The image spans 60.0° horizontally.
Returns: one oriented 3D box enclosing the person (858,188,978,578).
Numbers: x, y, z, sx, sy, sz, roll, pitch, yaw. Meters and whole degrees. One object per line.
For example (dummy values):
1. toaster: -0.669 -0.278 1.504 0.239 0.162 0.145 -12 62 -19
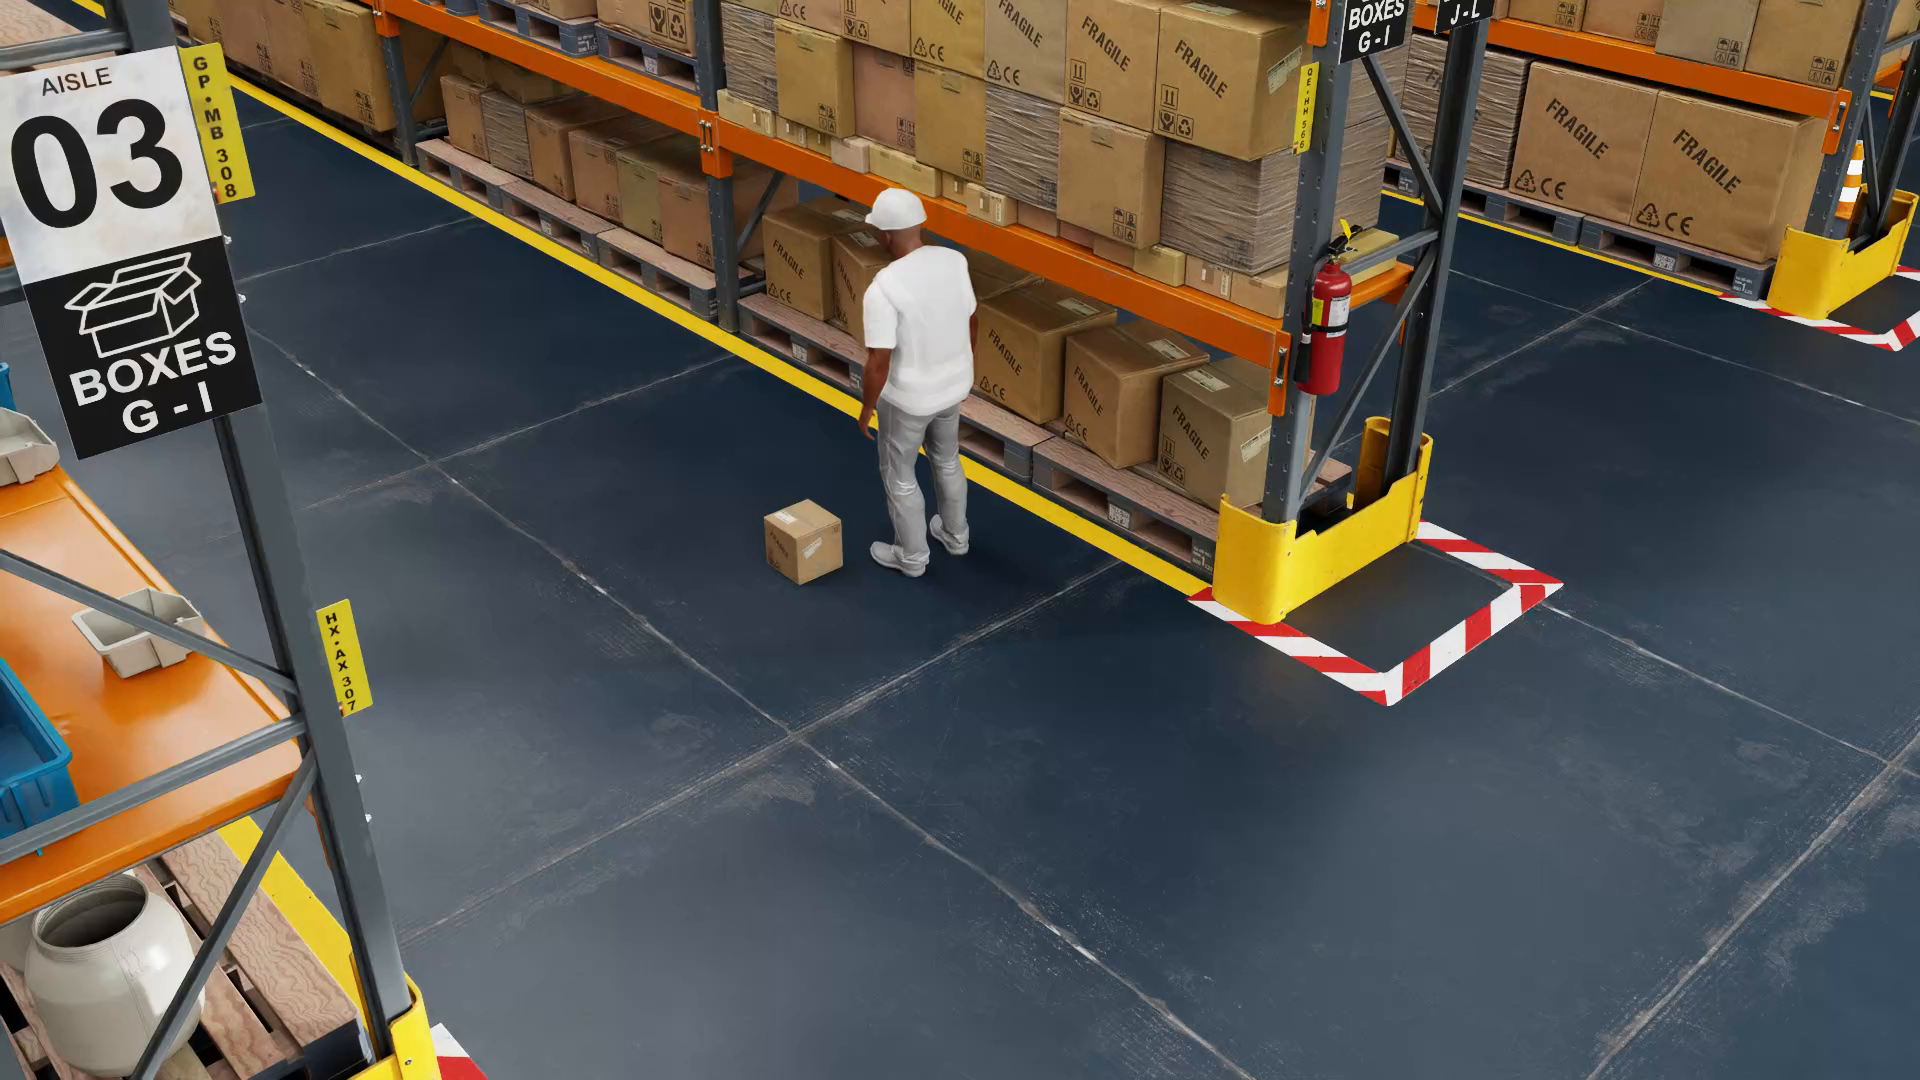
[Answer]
1. person: -0.190 -0.667 7.204 0.631 1.759 0.461 -26 40 -35
